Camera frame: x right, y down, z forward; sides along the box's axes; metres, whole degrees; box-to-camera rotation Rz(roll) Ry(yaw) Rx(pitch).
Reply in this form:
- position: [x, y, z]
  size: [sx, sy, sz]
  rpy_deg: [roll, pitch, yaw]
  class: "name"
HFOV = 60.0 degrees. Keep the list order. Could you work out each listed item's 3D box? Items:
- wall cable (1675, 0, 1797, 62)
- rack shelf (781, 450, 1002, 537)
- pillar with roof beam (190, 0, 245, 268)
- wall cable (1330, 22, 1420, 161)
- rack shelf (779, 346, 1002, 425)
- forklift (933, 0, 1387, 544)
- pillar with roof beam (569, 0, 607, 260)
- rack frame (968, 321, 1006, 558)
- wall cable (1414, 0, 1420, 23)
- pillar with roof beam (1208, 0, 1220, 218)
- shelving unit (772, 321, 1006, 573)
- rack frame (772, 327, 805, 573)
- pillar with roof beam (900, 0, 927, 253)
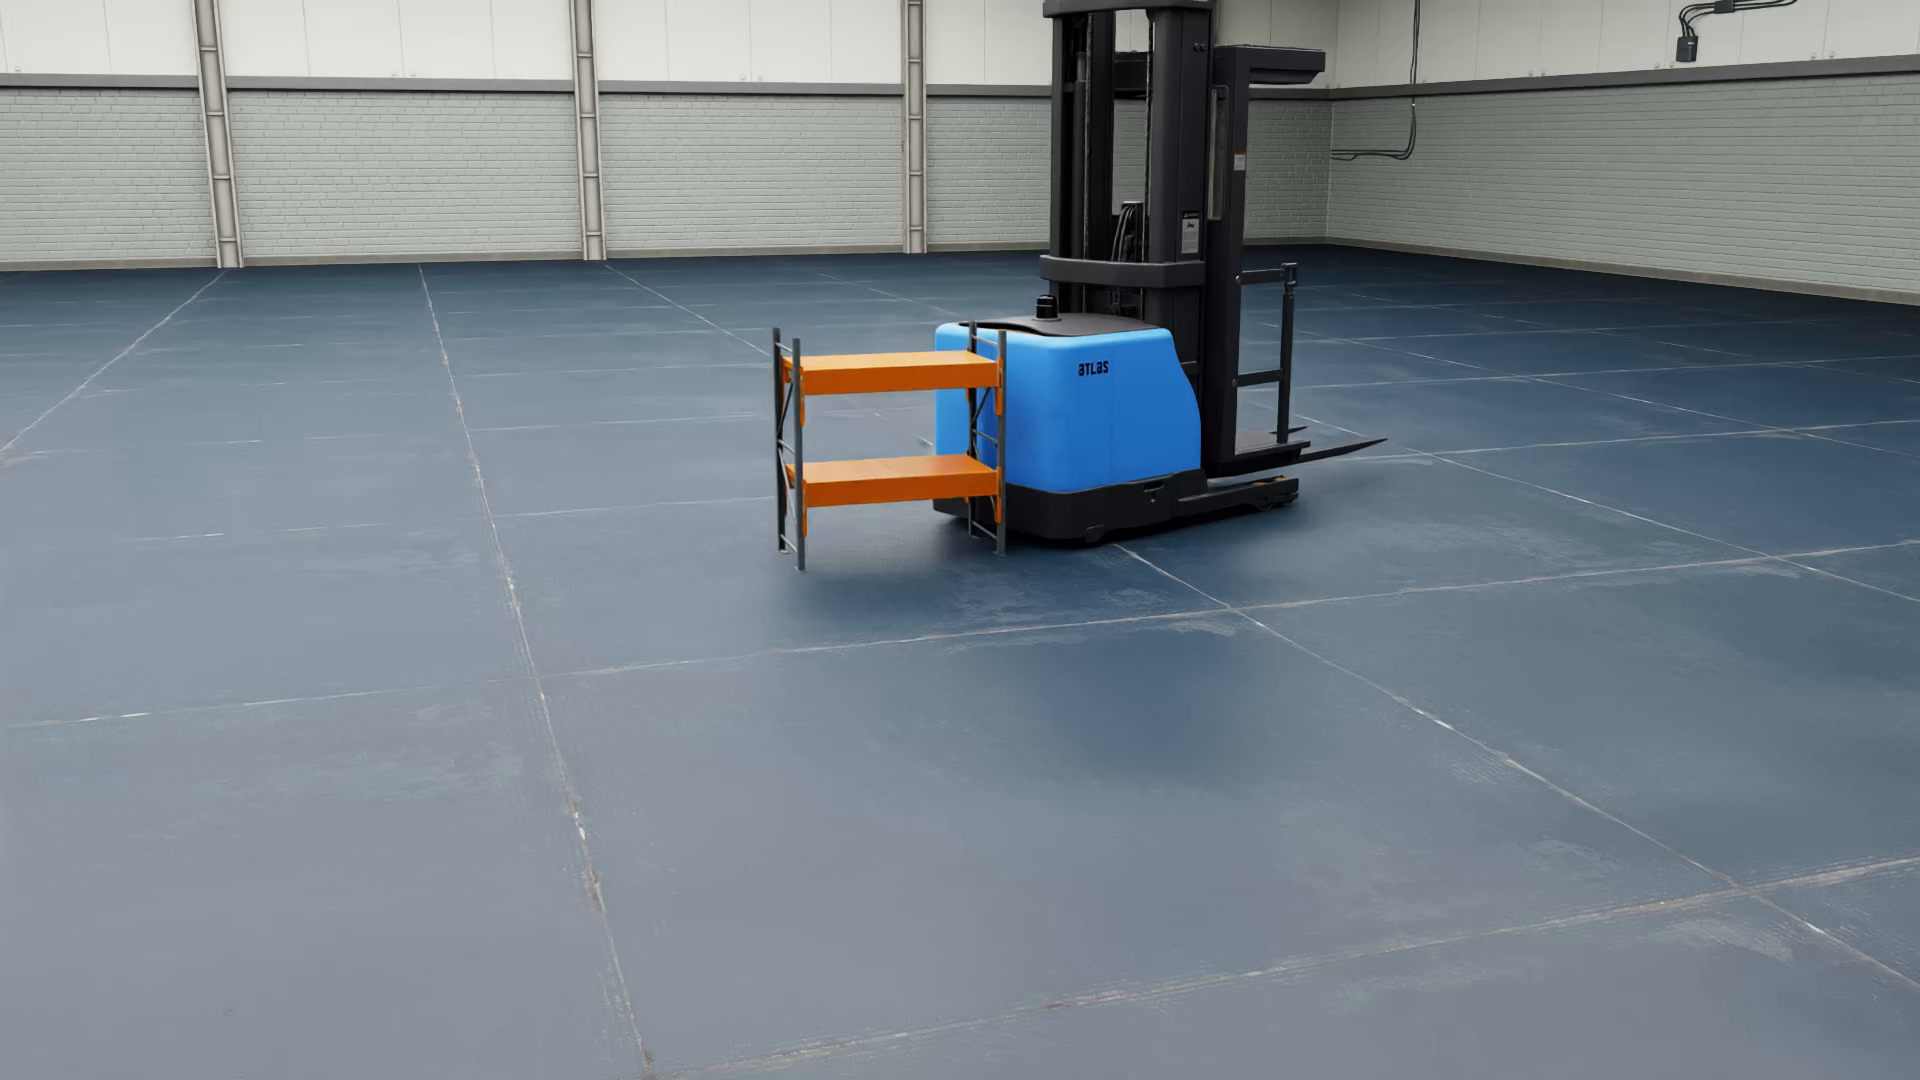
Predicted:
- position: [11.050, -9.790, 23.004]
  size: [0.169, 6.003, 2.305]
  rpy_deg: [-4, 14, -18]
  class: "wall cable"
- position: [-0.350, -0.242, 8.287]
  size: [1.000, 0.278, 0.538]
  rpy_deg: [-4, 14, -17]
  class: "rack shelf"
- position: [-10.864, -8.018, 22.906]
  size: [0.400, 9.000, 9.100]
  rpy_deg: [-4, 14, -18]
  class: "pillar with roof beam"
- position: [8.037, -8.708, 32.515]
  size: [0.112, 2.526, 3.097]
  rpy_deg: [-4, 14, -18]
  class: "wall cable"
- position: [-0.350, -0.765, 8.162]
  size: [1.000, 0.278, 0.538]
  rpy_deg: [-4, 14, -17]
  class: "rack shelf"
- position: [1.294, -1.668, 9.322]
  size: [3.031, 2.935, 1.130]
  rpy_deg: [-11, 18, -40]
  class: "forklift"
- position: [-5.177, -8.461, 24.768]
  size: [0.400, 9.000, 9.100]
  rpy_deg: [-4, 14, -18]
  class: "pillar with roof beam"
- position: [0.134, -0.516, 8.381]
  size: [0.032, 1.125, 0.500]
  rpy_deg: [-4, 14, -17]
  class: "rack frame"
- position: [8.900, -10.571, 29.436]
  size: [0.112, 2.526, 3.097]
  rpy_deg: [-4, 14, -18]
  class: "wall cable"
- position: [6.196, -9.347, 28.491]
  size: [0.400, 9.000, 9.100]
  rpy_deg: [-4, 14, -18]
  class: "pillar with roof beam"
- position: [-0.350, -0.480, 8.230]
  size: [1.048, 1.125, 0.538]
  rpy_deg: [-4, 14, -17]
  class: "shelving unit"
- position: [-0.834, -0.444, 8.079]
  size: [0.032, 1.125, 0.500]
  rpy_deg: [-4, 14, -17]
  class: "rack frame"
- position: [0.510, -8.904, 26.630]
  size: [0.400, 9.000, 9.100]
  rpy_deg: [-4, 14, -18]
  class: "pillar with roof beam"
